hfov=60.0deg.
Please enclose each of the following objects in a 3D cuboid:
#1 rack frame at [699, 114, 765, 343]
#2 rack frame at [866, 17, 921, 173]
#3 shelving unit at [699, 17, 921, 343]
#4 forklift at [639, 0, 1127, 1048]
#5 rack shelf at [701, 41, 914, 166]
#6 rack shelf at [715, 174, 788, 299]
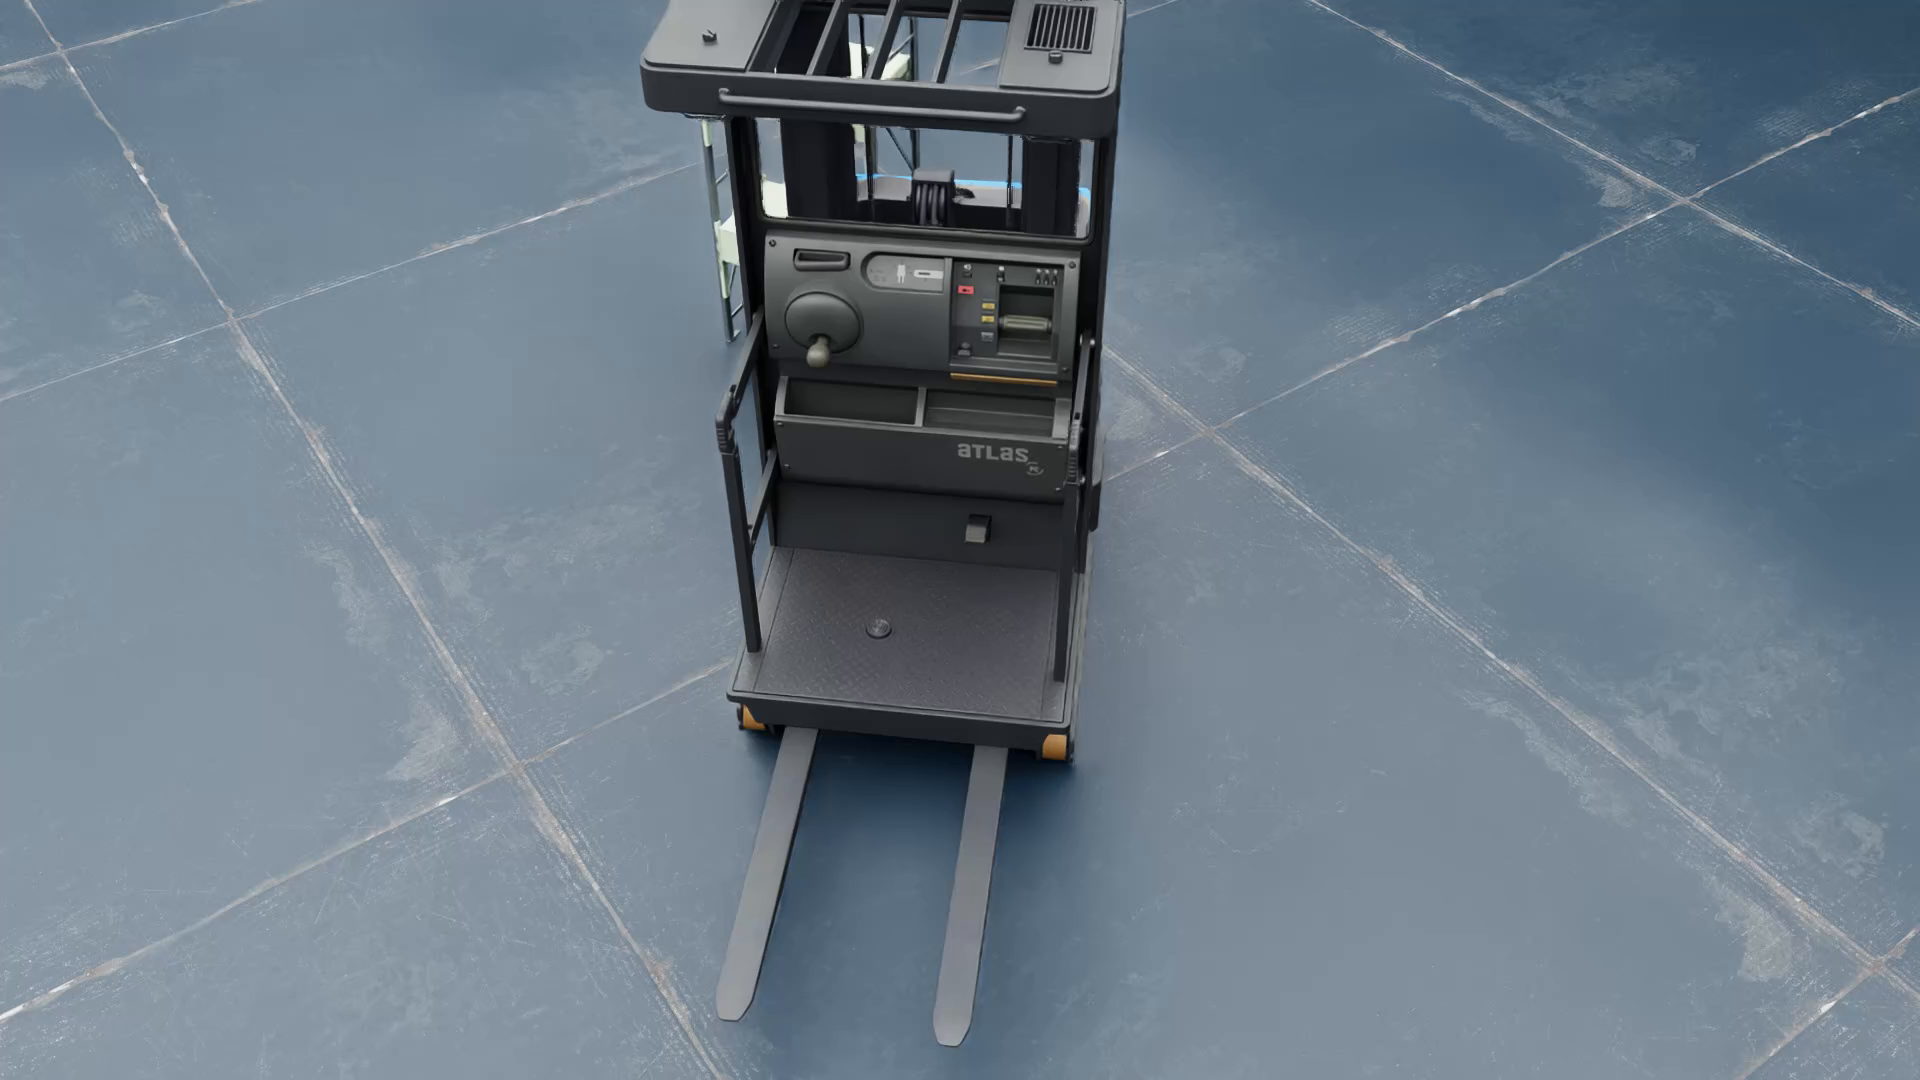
[{"bbox_3d":[-0.912,-1.515,6.750,0.023,1.500,0.400,17,46,17],"label":"rack frame"},{"bbox_3d":[-0.246,-1.305,6.531,0.023,1.500,0.400,17,46,17],"label":"rack frame"},{"bbox_3d":[-0.579,-1.410,6.641,0.755,1.500,0.431,17,46,17],"label":"shelving unit"},{"bbox_3d":[-0.141,-0.595,4.751,1.130,2.935,3.031,5,44,5],"label":"forklift"},{"bbox_3d":[-0.579,-1.692,6.371,0.720,0.370,0.431,17,46,17],"label":"rack shelf"},{"bbox_3d":[-0.579,-1.174,6.866,0.720,0.370,0.431,17,46,17],"label":"rack shelf"}]
